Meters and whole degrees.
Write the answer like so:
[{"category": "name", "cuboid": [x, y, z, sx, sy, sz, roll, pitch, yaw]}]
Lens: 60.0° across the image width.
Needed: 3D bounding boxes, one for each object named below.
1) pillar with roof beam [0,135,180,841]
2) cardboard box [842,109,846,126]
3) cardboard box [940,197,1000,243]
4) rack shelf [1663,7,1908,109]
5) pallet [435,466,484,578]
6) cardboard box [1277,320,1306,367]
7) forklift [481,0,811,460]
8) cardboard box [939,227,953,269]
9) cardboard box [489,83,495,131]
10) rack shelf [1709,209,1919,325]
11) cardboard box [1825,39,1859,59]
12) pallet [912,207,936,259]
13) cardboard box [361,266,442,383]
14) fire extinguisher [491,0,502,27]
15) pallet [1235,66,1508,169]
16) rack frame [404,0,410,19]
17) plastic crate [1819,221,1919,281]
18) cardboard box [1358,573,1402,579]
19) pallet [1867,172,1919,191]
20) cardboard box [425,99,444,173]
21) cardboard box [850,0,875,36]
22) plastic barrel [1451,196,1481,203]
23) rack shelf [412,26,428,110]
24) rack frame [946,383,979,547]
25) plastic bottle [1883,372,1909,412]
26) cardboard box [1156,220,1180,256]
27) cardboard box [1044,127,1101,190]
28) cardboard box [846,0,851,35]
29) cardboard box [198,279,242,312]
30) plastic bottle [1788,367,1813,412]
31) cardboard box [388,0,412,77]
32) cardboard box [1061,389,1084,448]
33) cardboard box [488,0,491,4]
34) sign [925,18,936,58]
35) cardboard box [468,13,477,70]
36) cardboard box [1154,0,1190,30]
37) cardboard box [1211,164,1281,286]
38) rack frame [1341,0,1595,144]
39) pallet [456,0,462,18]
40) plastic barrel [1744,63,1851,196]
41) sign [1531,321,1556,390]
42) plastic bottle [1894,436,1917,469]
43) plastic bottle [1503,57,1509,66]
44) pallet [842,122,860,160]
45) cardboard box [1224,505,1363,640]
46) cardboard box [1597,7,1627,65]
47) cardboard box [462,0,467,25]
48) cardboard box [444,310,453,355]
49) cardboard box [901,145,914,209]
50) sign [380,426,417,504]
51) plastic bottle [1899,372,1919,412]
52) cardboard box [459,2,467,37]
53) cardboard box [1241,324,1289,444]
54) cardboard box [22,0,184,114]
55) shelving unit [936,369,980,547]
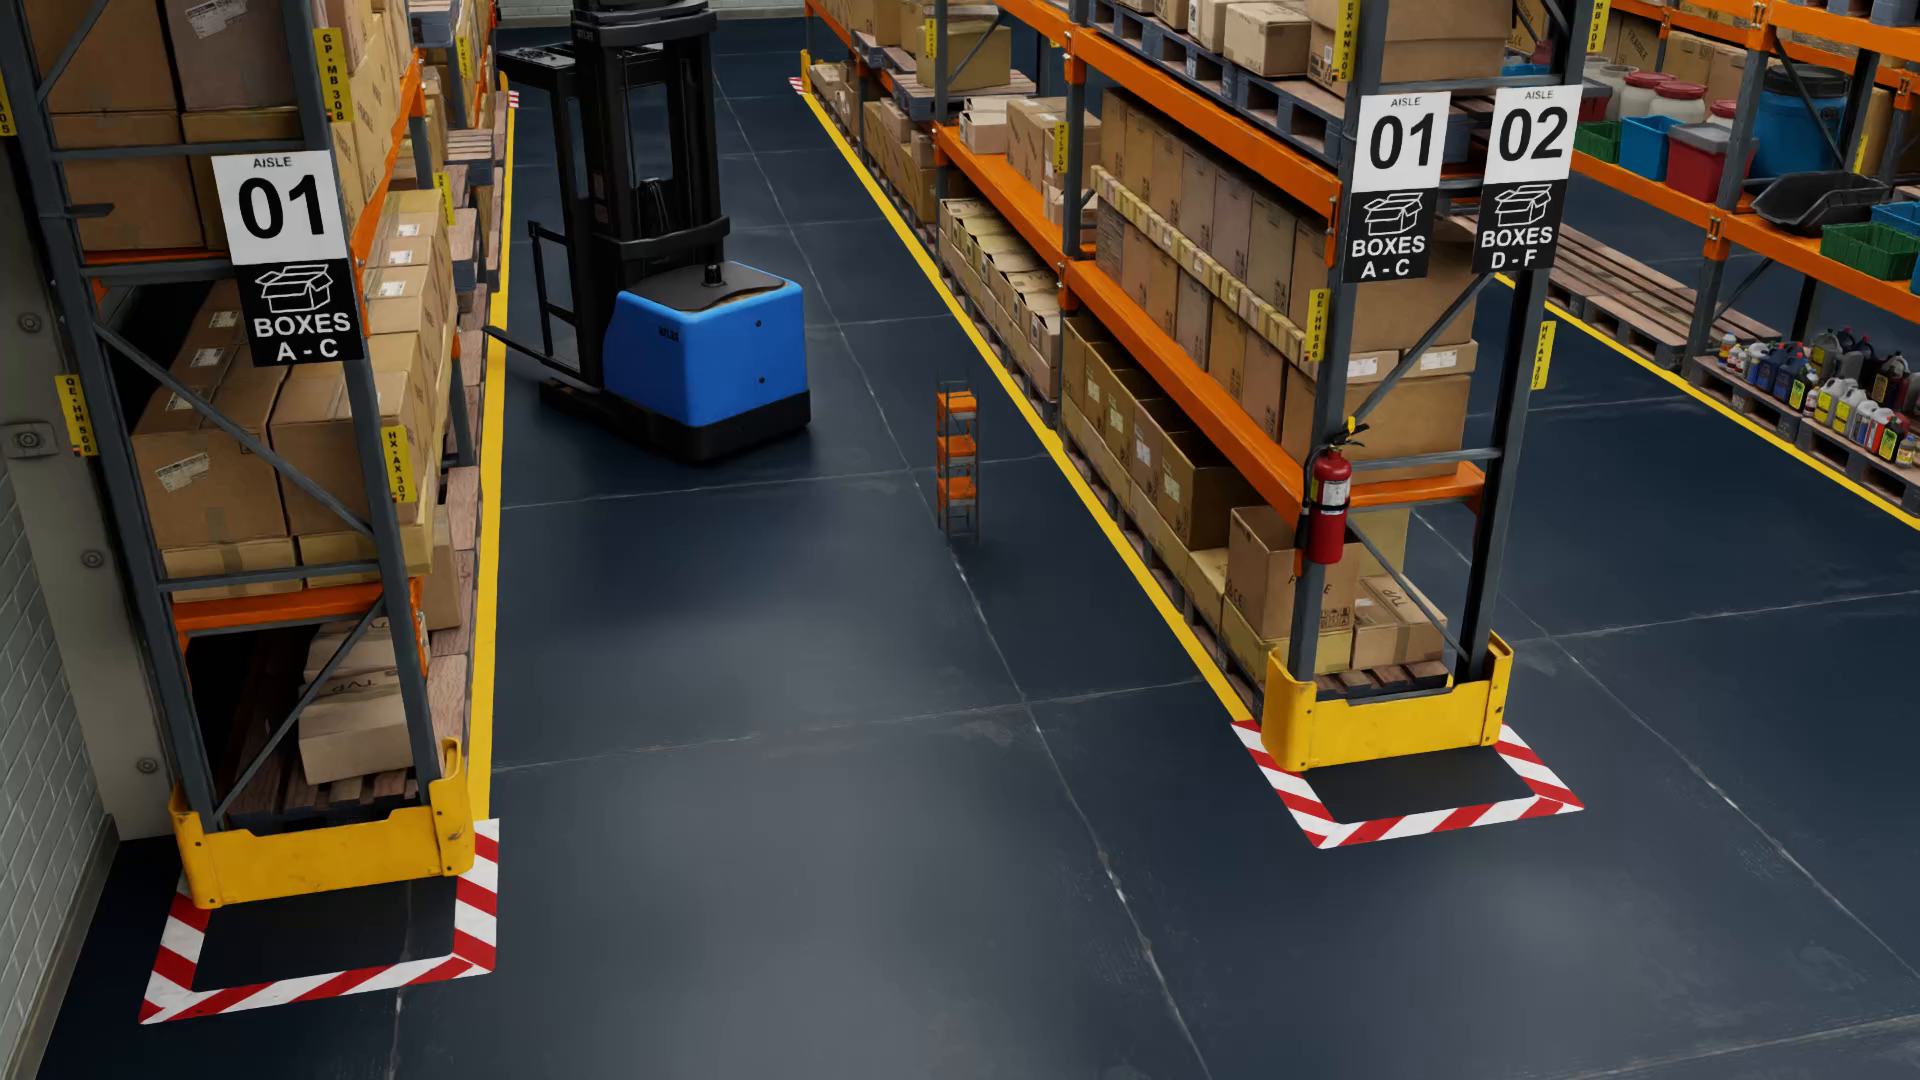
[{"category": "pillar with roof beam", "cuboid": [0.453, -3.188, 6.580, 9.100, 9.000, 0.400, -6, 27, -12]}, {"category": "cardboard box", "cuboid": [-1.167, -4.930, 19.364, 0.380, 0.149, 0.250, -6, 27, -12]}, {"category": "cardboard box", "cuboid": [0.114, -2.821, 14.473, 0.500, 0.311, 0.500, -5, 27, -10]}, {"category": "rack shelf", "cuboid": [9.483, -5.431, 18.480, 1.077, 0.370, 4.000, -6, 27, -12]}, {"category": "pallet", "cuboid": [-3.456, -0.073, 10.161, 1.003, 0.211, 1.213, -6, 27, -12]}, {"category": "cardboard box", "cuboid": [1.753, -0.956, 7.983, 0.380, 0.149, 0.250, -5, 27, -10]}, {"category": "forklift", "cuboid": [-2.455, -2.407, 11.767, 3.031, 2.935, 1.130, 24, 35, 39]}, {"category": "cardboard box", "cuboid": [0.114, -2.570, 14.599, 0.500, 0.250, 0.500, -6, 27, -12]}, {"category": "cardboard box", "cuboid": [-5.737, -4.978, 19.092, 0.700, 0.500, 0.500, -5, 27, -10]}, {"category": "rack shelf", "cuboid": [6.461, -1.416, 10.526, 1.077, 0.370, 4.000, -6, 27, -12]}, {"category": "cardboard box", "cuboid": [9.475, -5.330, 17.370, 0.500, 0.500, 0.500, -6, 27, -12]}, {"category": "pallet", "cuboid": [0.150, -2.957, 15.874, 1.003, 0.211, 1.213, -6, 27, -12]}, {"category": "cardboard box", "cuboid": [-2.895, -1.041, 8.296, 0.500, 0.500, 0.500, -5, 27, -10]}, {"category": "fire extinguisher", "cuboid": [-5.931, -6.790, 20.873, 0.296, 0.674, 0.183, -6, 27, -12]}, {"category": "pallet", "cuboid": [1.951, -1.971, 7.595, 1.003, 0.211, 1.213, -6, 27, -12]}, {"category": "rack frame", "cuboid": [-3.642, -4.288, 8.758, 1.000, 3.000, 0.127, -6, 27, -12]}, {"category": "plastic crate", "cuboid": [6.041, -1.896, 10.913, 0.450, 0.188, 0.662, -6, 27, -12]}, {"category": "cardboard box", "cuboid": [2.064, 0.205, 9.101, 0.500, 0.250, 0.500, -6, 27, -12]}, {"category": "pallet", "cuboid": [9.830, -3.983, 17.908, 1.003, 0.211, 1.213, -6, 27, -12]}, {"category": "cardboard box", "cuboid": [-4.126, -2.857, 11.981, 0.700, 0.500, 0.500, -6, 27, -12]}, {"category": "cardboard box", "cuboid": [-0.731, -5.628, 17.494, 0.700, 0.500, 0.500, -16, 31, -29]}, {"category": "plastic barrel", "cuboid": [4.982, -3.803, 16.399, 0.600, 0.830, 0.708, -6, 27, -12]}, {"category": "rack shelf", "cuboid": [-4.093, -3.505, 11.336, 1.077, 0.370, 4.000, -6, 27, -12]}, {"category": "rack frame", "cuboid": [0.015, -0.439, 9.954, 0.200, 1.050, 0.008, -6, 27, -12]}, {"category": "plastic bottle", "cuboid": [6.481, -1.037, 11.502, 0.061, 0.283, 0.133, -6, 27, -12]}, {"category": "cardboard box", "cuboid": [1.349, -1.745, 9.548, 0.380, 0.149, 0.250, -7, 28, -13]}, {"category": "cardboard box", "cuboid": [0.907, -2.729, 12.217, 0.500, 0.500, 0.500, -4, 27, -8]}, {"category": "cardboard box", "cuboid": [-0.982, -5.864, 18.428, 0.500, 0.500, 0.500, -6, 27, -11]}, {"category": "cardboard box", "cuboid": [-3.392, -0.985, 8.185, 0.500, 0.500, 0.500, -6, 27, -11]}, {"category": "plastic bottle", "cuboid": [5.827, -1.043, 11.514, 0.061, 0.283, 0.133, -5, 27, -9]}, {"category": "cardboard box", "cuboid": [-3.287, -2.804, 9.015, 0.500, 0.500, 0.500, -5, 27, -10]}, {"category": "cardboard box", "cuboid": [0.992, -0.840, 11.170, 0.500, 0.250, 0.500, -6, 27, -12]}, {"category": "cardboard box", "cuboid": [-6.222, -6.789, 20.038, 0.980, 0.700, 0.700, -5, 27, -9]}, {"category": "sign", "cuboid": [-0.245, -4.292, 14.228, 0.100, 0.325, 0.005, -6, 27, -12]}, {"category": "cardboard box", "cuboid": [-4.866, -4.686, 15.743, 0.500, 0.500, 0.500, -6, 27, -12]}, {"category": "cardboard box", "cuboid": [1.431, -3.014, 8.827, 0.797, 0.503, 0.637, -3, 27, -6]}, {"category": "cardboard box", "cuboid": [1.742, -1.663, 8.665, 0.700, 0.500, 0.500, -6, 27, -11]}, {"category": "rack frame", "cuboid": [2.085, -3.036, 6.279, 1.000, 3.000, 0.127, -6, 27, -12]}, {"category": "pallet", "cuboid": [-3.914, -3.602, 10.936, 1.213, 0.211, 1.003, -6, 27, -12]}, {"category": "plastic barrel", "cuboid": [6.218, -3.040, 12.387, 0.600, 0.901, 0.708, -6, 27, -12]}, {"category": "sign", "cuboid": [2.627, -0.834, 7.524, 0.100, 0.325, 0.005, -6, 27, -12]}, {"category": "plastic bottle", "cuboid": [6.070, -0.568, 10.665, 0.097, 0.201, 0.097, 0, 27, 0]}, {"category": "plastic bottle", "cuboid": [5.178, -4.524, 16.021, 0.152, 0.276, 0.135, -6, 27, -12]}, {"category": "pallet", "cuboid": [-0.774, -4.683, 19.294, 1.003, 0.211, 1.213, -6, 27, -12]}, {"category": "cardboard box", "cuboid": [1.674, 0.142, 8.393, 0.500, 0.500, 0.500, -6, 27, -12]}, {"category": "cardboard box", "cuboid": [8.759, -6.562, 21.815, 0.875, 0.875, 0.875, -6, 27, -12]}, {"category": "cardboard box", "cuboid": [-4.754, -4.791, 15.117, 0.500, 0.250, 0.500, -7, 28, -13]}, {"category": "cardboard box", "cuboid": [-3.136, -1.155, 9.353, 0.500, 0.250, 0.500, -6, 27, -11]}, {"category": "cardboard box", "cuboid": [-0.274, -3.565, 16.269, 0.500, 0.500, 0.500, -7, 28, -13]}, {"category": "sign", "cuboid": [-2.212, -0.295, 6.545, 0.100, 0.325, 0.005, -6, 27, -12]}, {"category": "plastic bottle", "cuboid": [6.585, -1.045, 11.526, 0.152, 0.276, 0.135, -5, 27, -11]}, {"category": "cardboard box", "cuboid": [-4.633, -4.567, 14.674, 0.500, 0.250, 0.500, -6, 27, -11]}, {"category": "cardboard box", "cuboid": [1.869, -0.839, 8.473, 0.700, 0.500, 0.500, -5, 27, -10]}, {"category": "cardboard box", "cuboid": [-3.093, -1.855, 6.025, 0.500, 0.500, 0.500, -5, 27, -9]}, {"category": "shelving unit", "cuboid": [-0.012, -0.492, 10.060, 0.215, 1.050, 0.252, -6, 27, -12]}]
